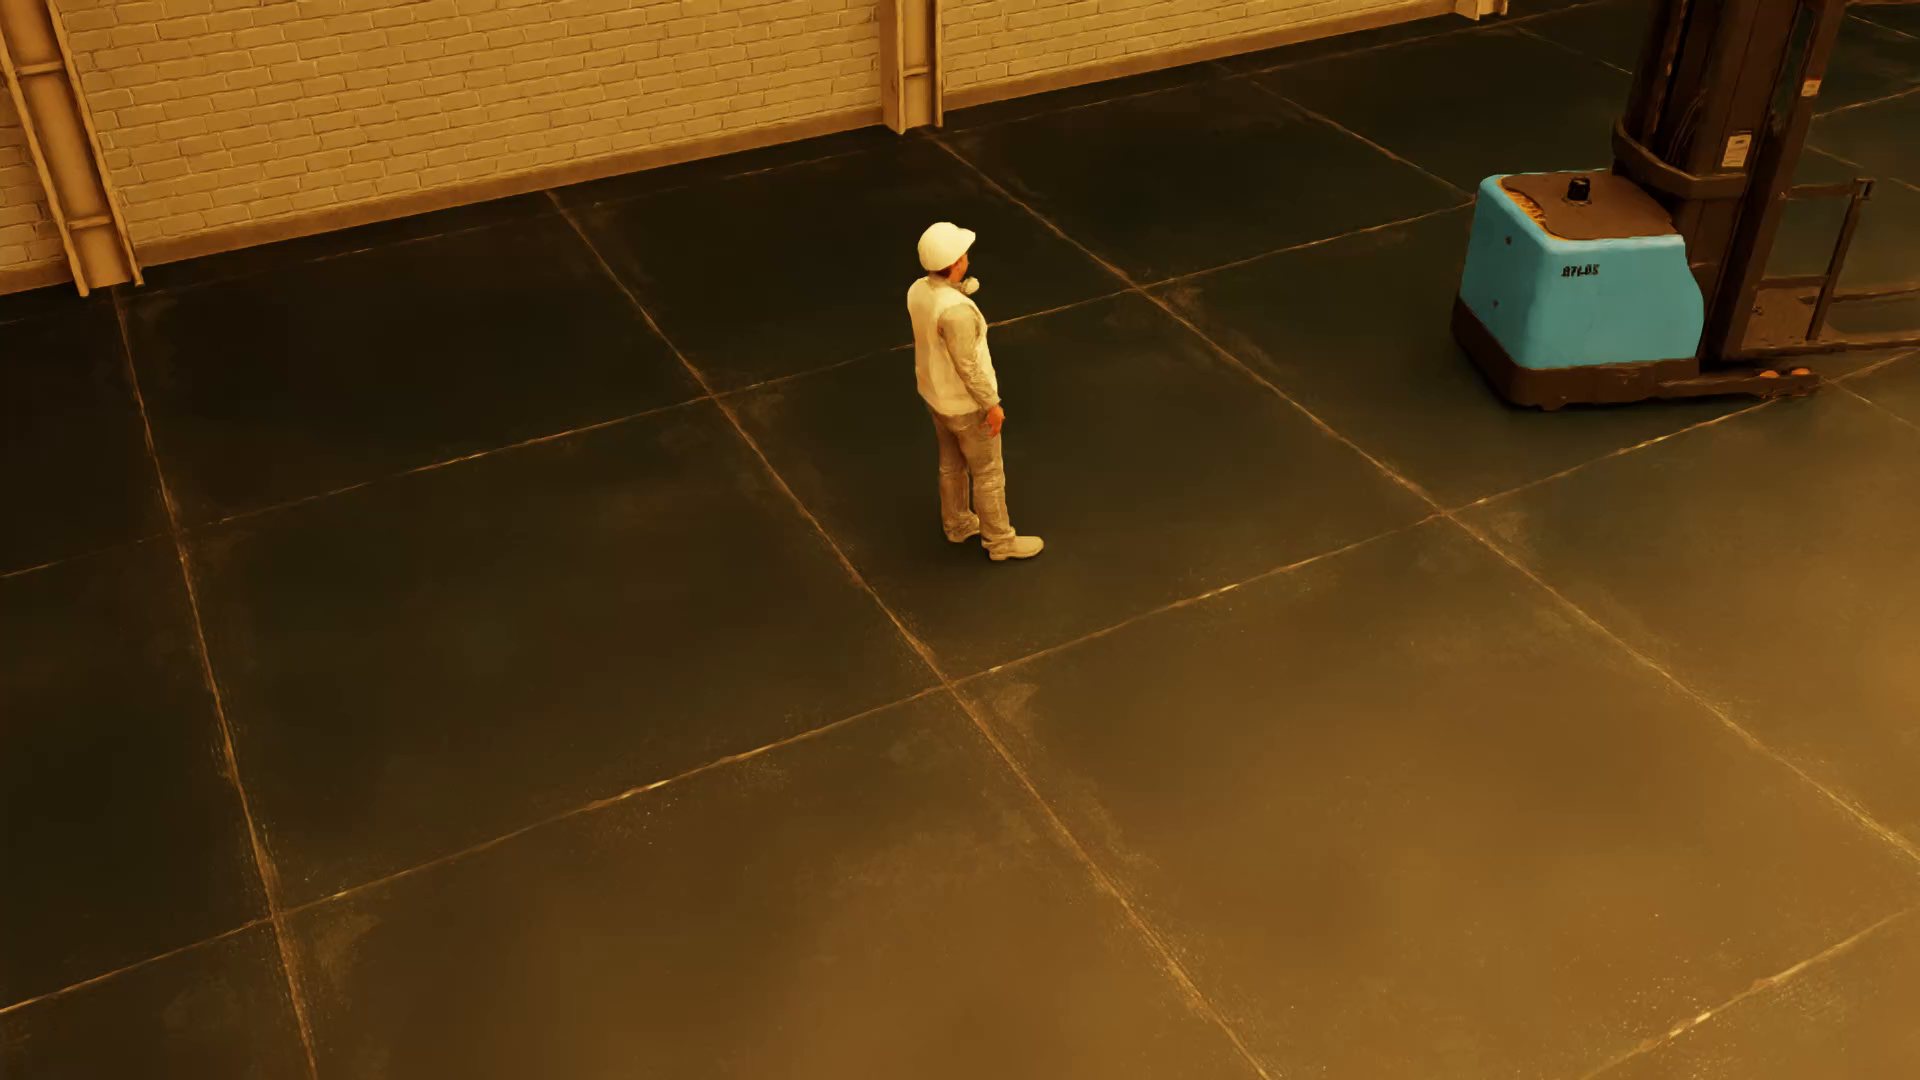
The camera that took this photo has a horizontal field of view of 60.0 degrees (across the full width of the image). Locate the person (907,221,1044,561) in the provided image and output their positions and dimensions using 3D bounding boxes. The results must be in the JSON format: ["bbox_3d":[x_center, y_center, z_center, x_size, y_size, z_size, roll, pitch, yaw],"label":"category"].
[{"bbox_3d":[0.059,-0.743,8.164,0.567,1.773,0.632,-17,39,-23],"label":"person"}]

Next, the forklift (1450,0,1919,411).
[{"bbox_3d":[4.628,-2.330,9.420,3.031,2.935,1.130,-5,36,-7],"label":"forklift"}]
